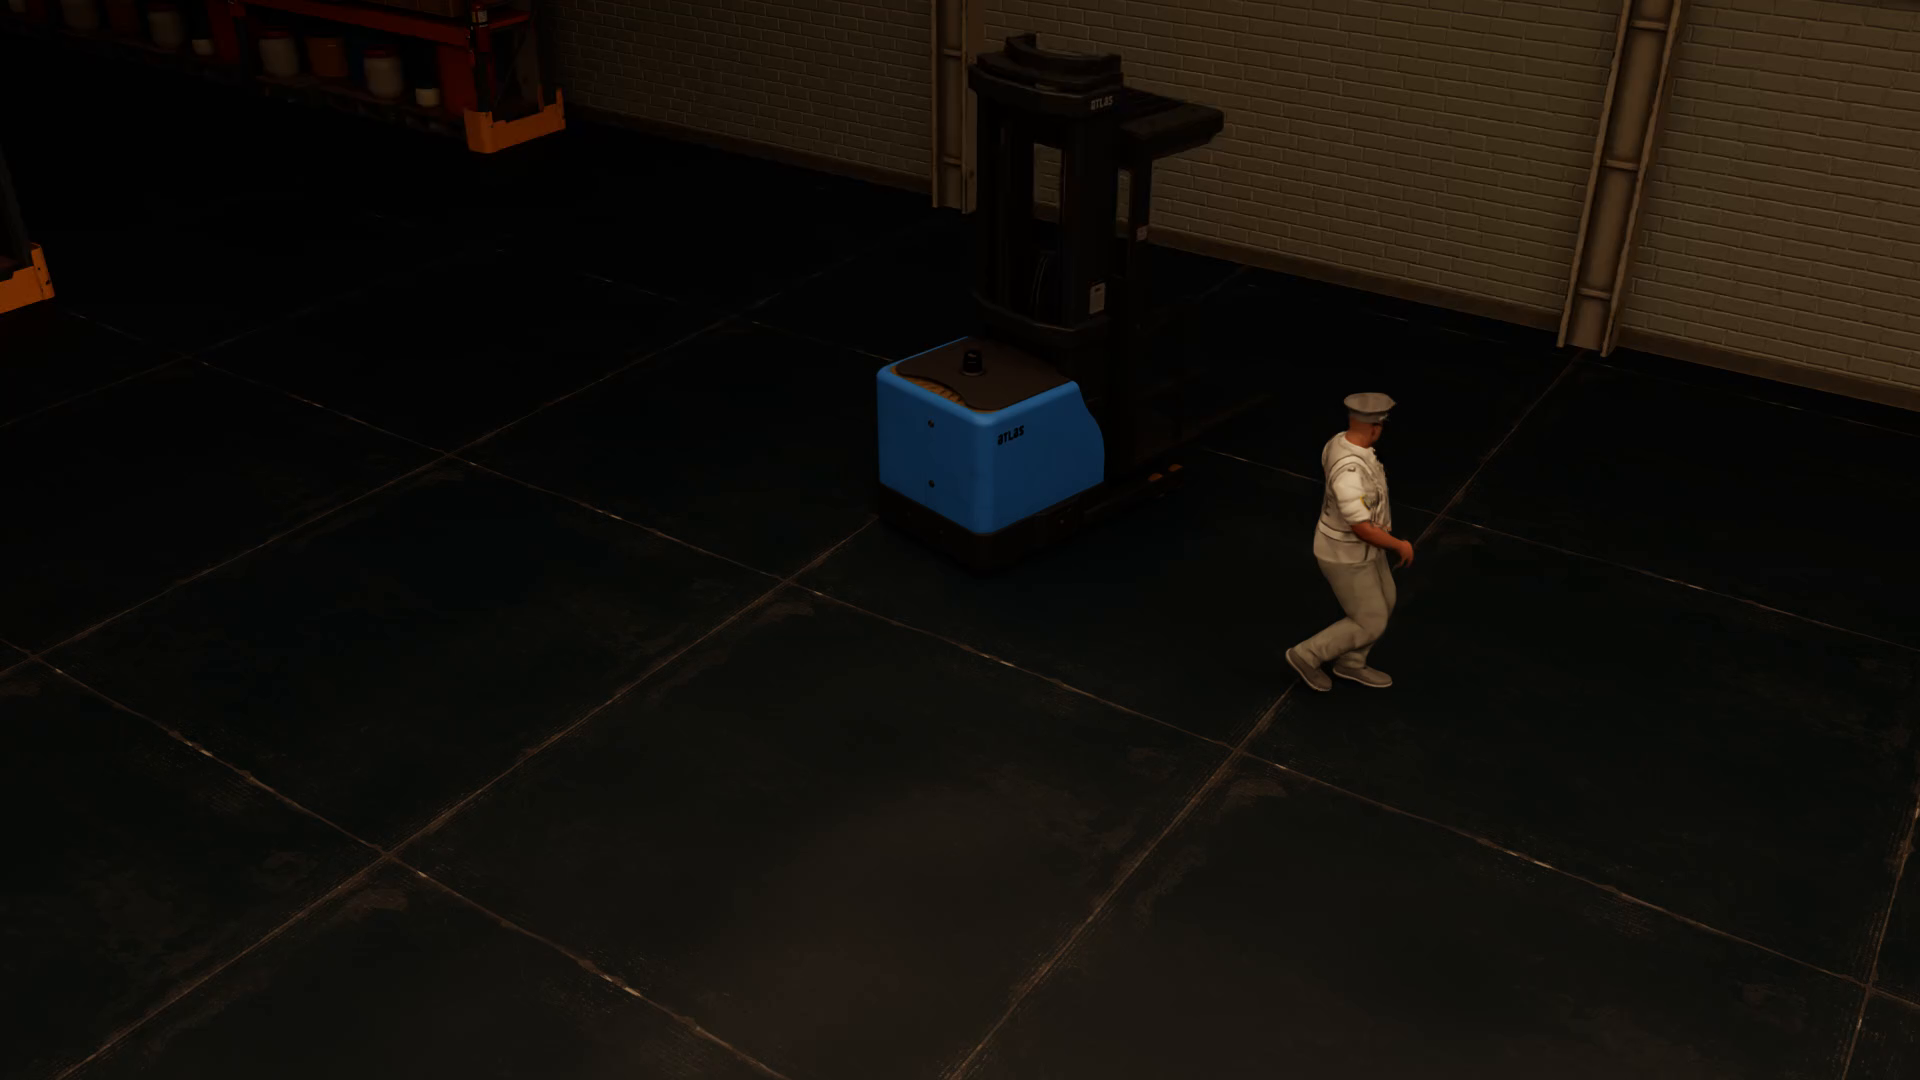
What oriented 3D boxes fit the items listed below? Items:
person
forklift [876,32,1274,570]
[{"bbox_3d":[2.106,0.025,8.775,0.584,1.700,0.728,11,32,18],"label":"person"},{"bbox_3d":[0.895,-1.712,10.530,3.031,2.935,1.130,-25,38,-36],"label":"forklift"}]
